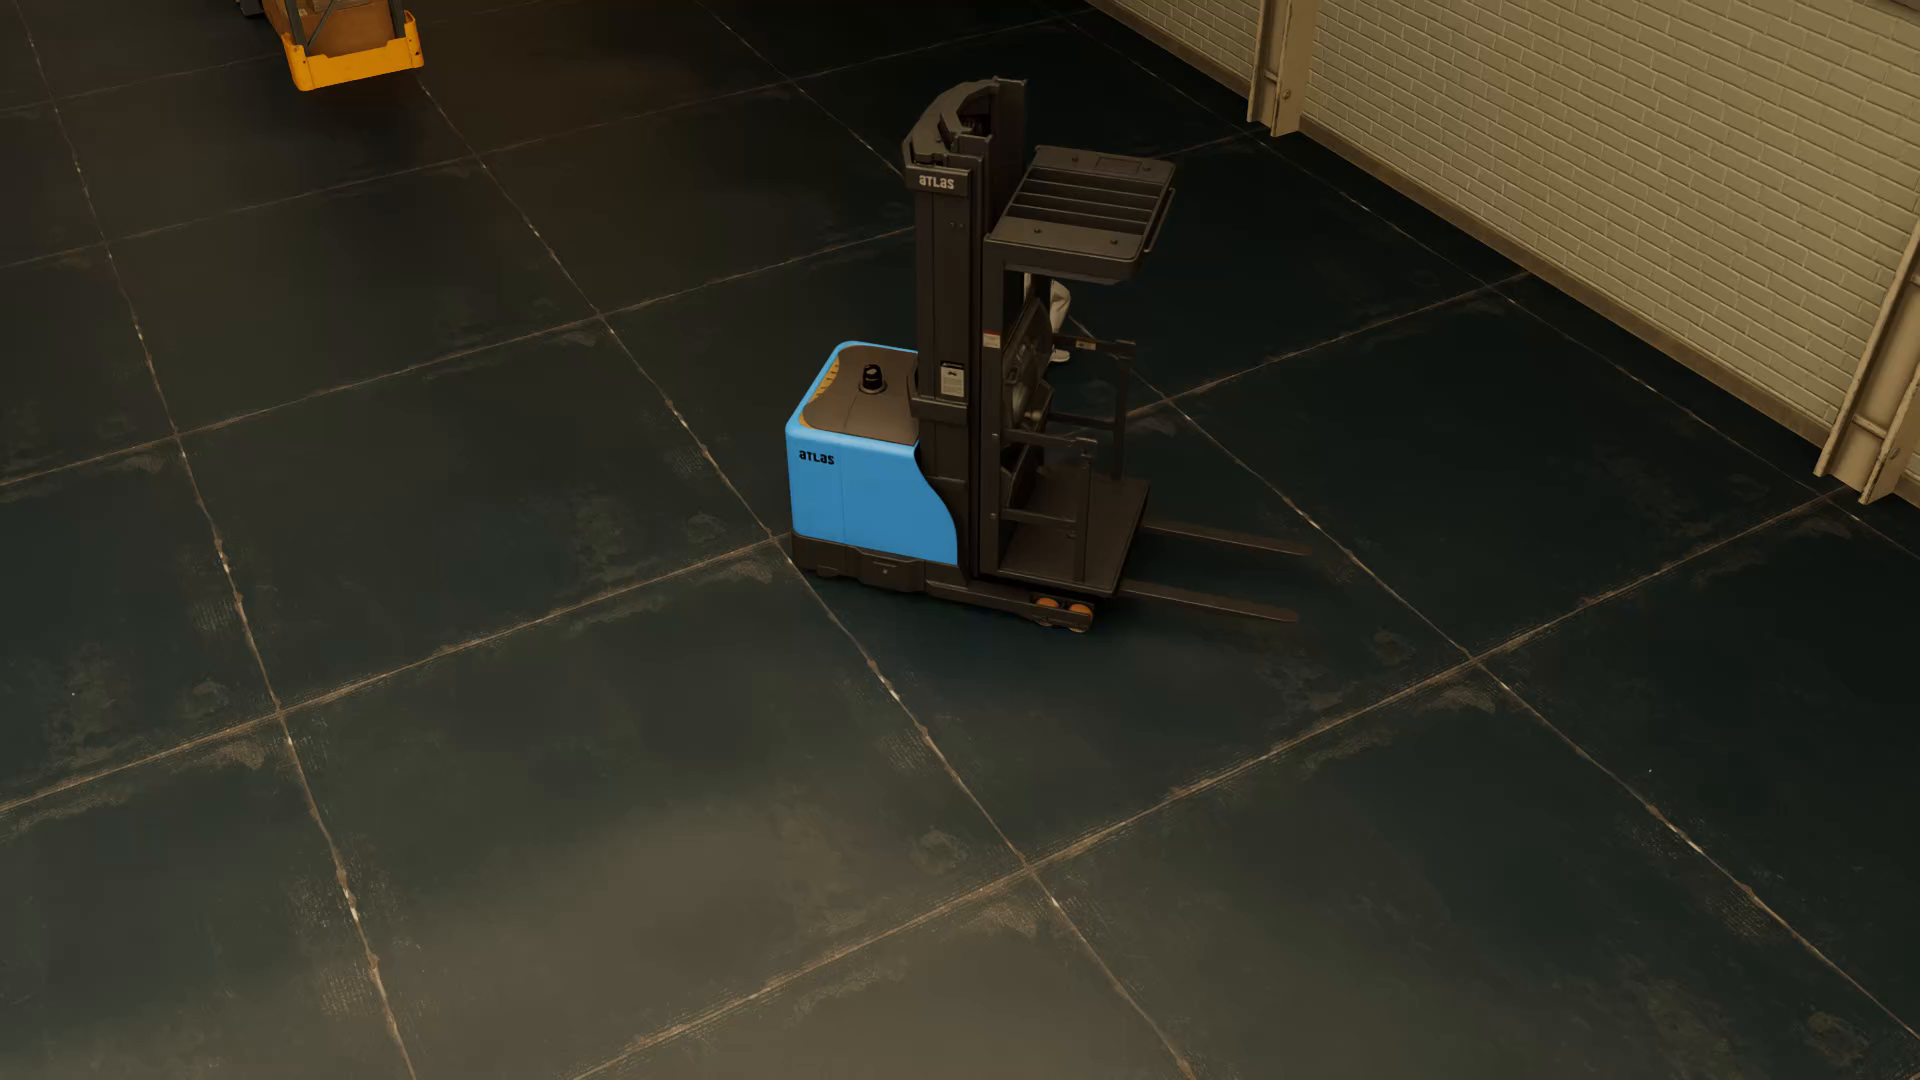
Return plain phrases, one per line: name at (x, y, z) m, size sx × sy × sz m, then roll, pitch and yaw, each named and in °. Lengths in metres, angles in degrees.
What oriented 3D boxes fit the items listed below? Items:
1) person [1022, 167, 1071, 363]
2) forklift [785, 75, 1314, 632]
person at (0.563, -1.910, 11.556) m, size 0.832 × 1.429 × 0.738 m, roll -18°, pitch 43°, yaw -21°
forklift at (0.562, -0.971, 9.207) m, size 3.031 × 2.935 × 1.130 m, roll 11°, pitch 41°, yaw 13°
